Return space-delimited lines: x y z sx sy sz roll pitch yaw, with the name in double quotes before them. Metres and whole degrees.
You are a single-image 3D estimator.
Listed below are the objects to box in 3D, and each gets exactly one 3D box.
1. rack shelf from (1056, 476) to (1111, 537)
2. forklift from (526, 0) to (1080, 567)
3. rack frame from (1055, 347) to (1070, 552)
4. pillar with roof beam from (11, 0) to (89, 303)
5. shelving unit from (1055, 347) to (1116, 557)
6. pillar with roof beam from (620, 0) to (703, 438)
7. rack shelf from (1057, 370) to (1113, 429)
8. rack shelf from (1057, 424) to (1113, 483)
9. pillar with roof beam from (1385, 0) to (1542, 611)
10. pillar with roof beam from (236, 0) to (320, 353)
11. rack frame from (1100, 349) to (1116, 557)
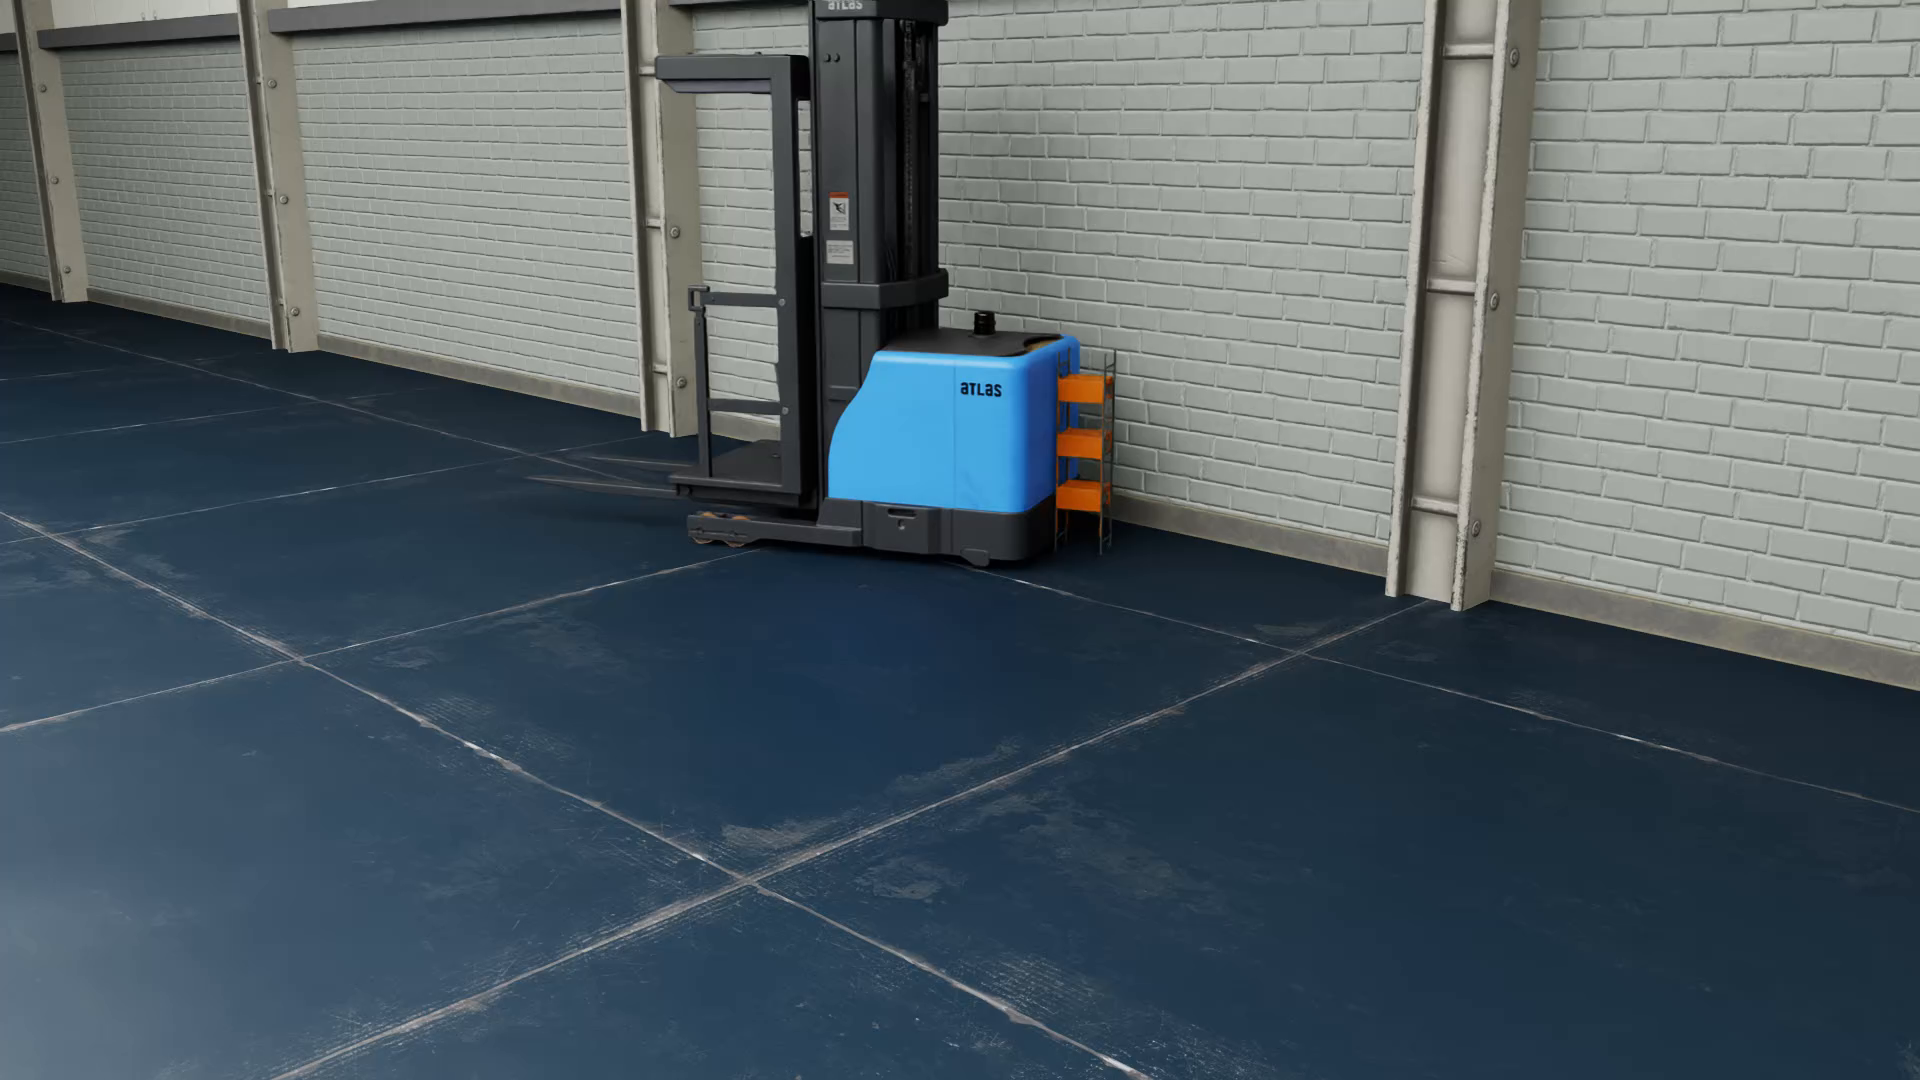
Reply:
"rack shelf" 0.647 -0.178 8.675 0.240 0.259 0.215 5 16 20
"forklift" -0.918 -1.496 8.861 3.031 2.935 1.130 5 16 20
"rack frame" 0.533 -0.468 8.644 0.008 1.050 0.200 5 16 20
"pillar with roof beam" -13.672 -6.456 15.862 0.400 9.000 9.100 14 20 42
"shelving unit" 0.647 -0.457 8.603 0.252 1.050 0.215 5 16 20
"pillar with roof beam" -5.033 -4.356 7.802 0.400 9.000 9.100 14 20 42
"rack shelf" 0.647 -0.721 8.534 0.240 0.259 0.215 5 16 20
"rack shelf" 0.647 -0.446 8.605 0.240 0.259 0.215 5 16 20
"pillar with roof beam" -0.714 -3.306 3.772 0.400 9.000 9.100 14 20 42
"pillar with roof beam" -9.353 -5.406 11.832 0.400 9.000 9.100 14 20 42
"rack frame" 0.761 -0.446 8.561 0.008 1.050 0.200 5 16 20
